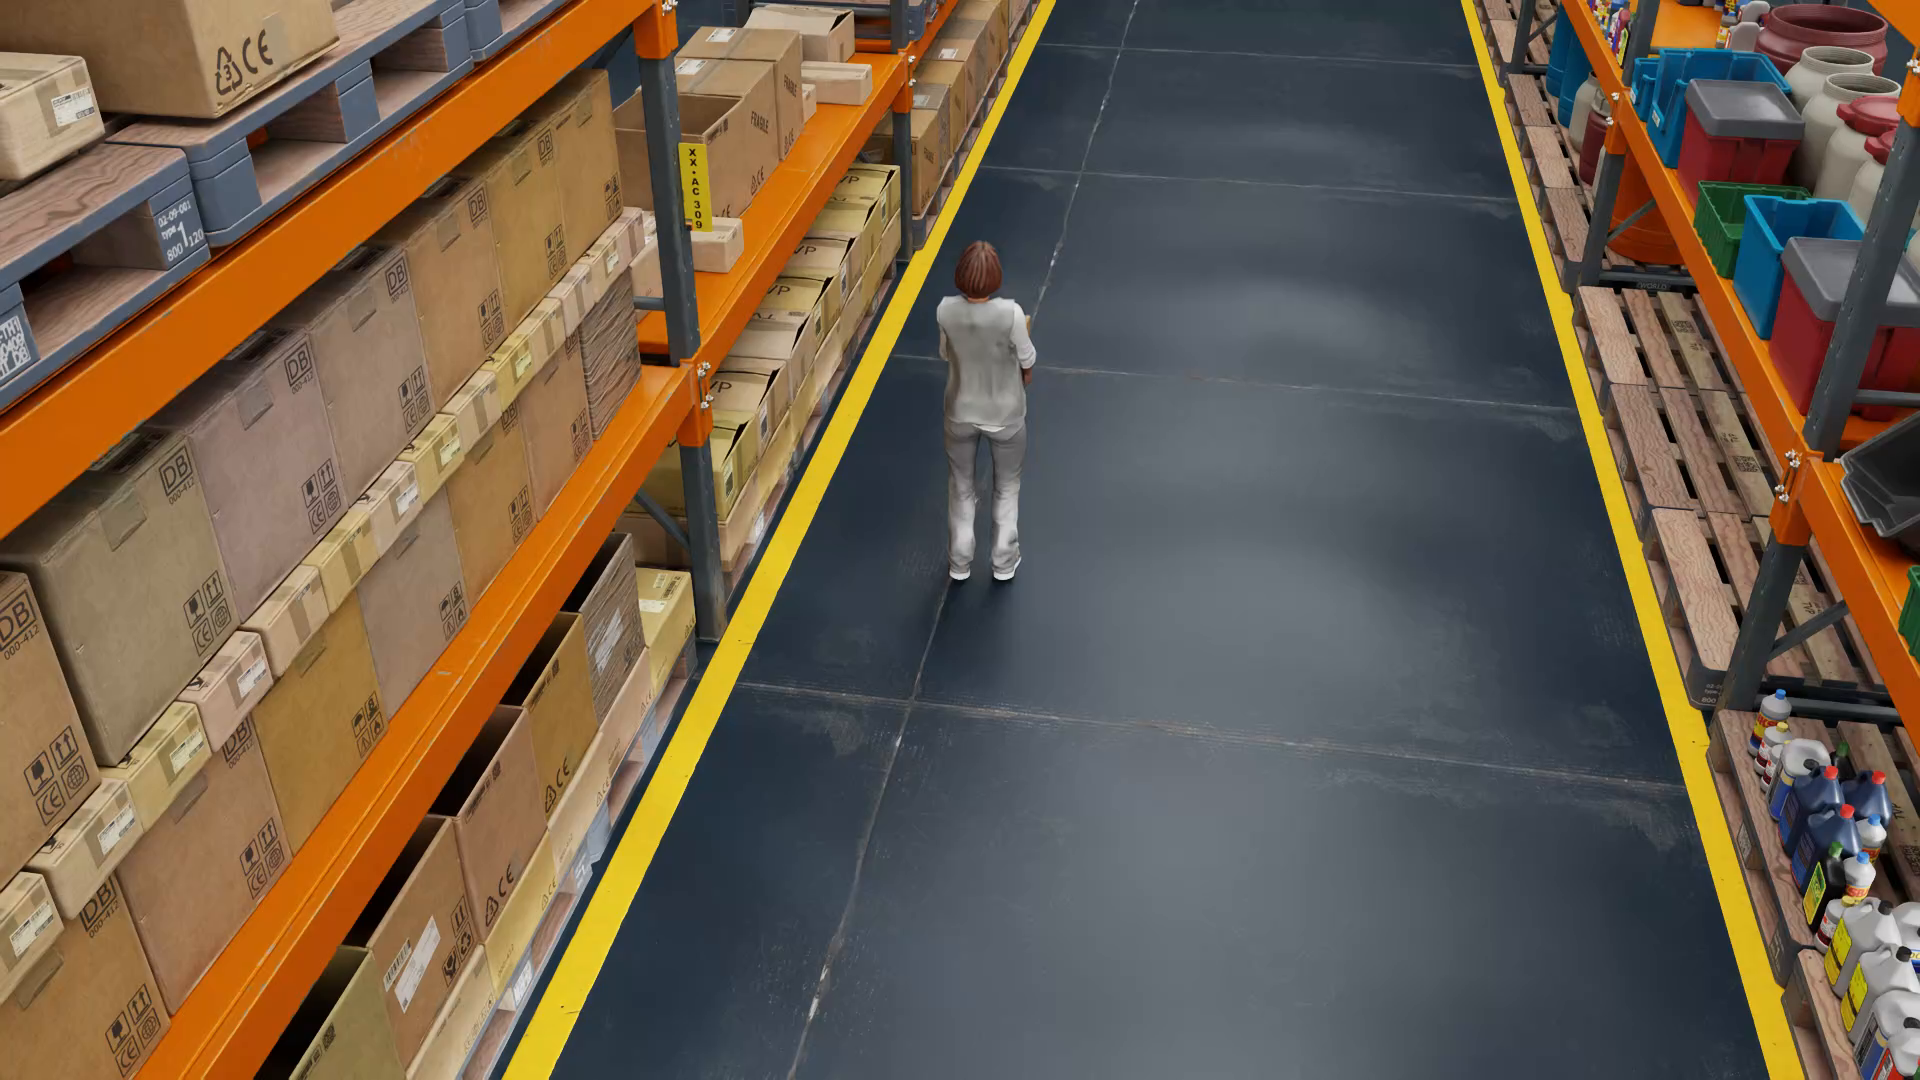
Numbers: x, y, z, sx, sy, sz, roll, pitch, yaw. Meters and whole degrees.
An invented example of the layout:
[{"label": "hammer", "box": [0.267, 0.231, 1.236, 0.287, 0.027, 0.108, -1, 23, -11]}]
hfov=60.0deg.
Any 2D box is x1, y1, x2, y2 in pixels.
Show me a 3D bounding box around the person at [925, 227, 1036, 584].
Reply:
[{"label": "person", "box": [0.092, -0.524, 6.963, 0.471, 1.590, 0.348, 4, 33, 6]}]
